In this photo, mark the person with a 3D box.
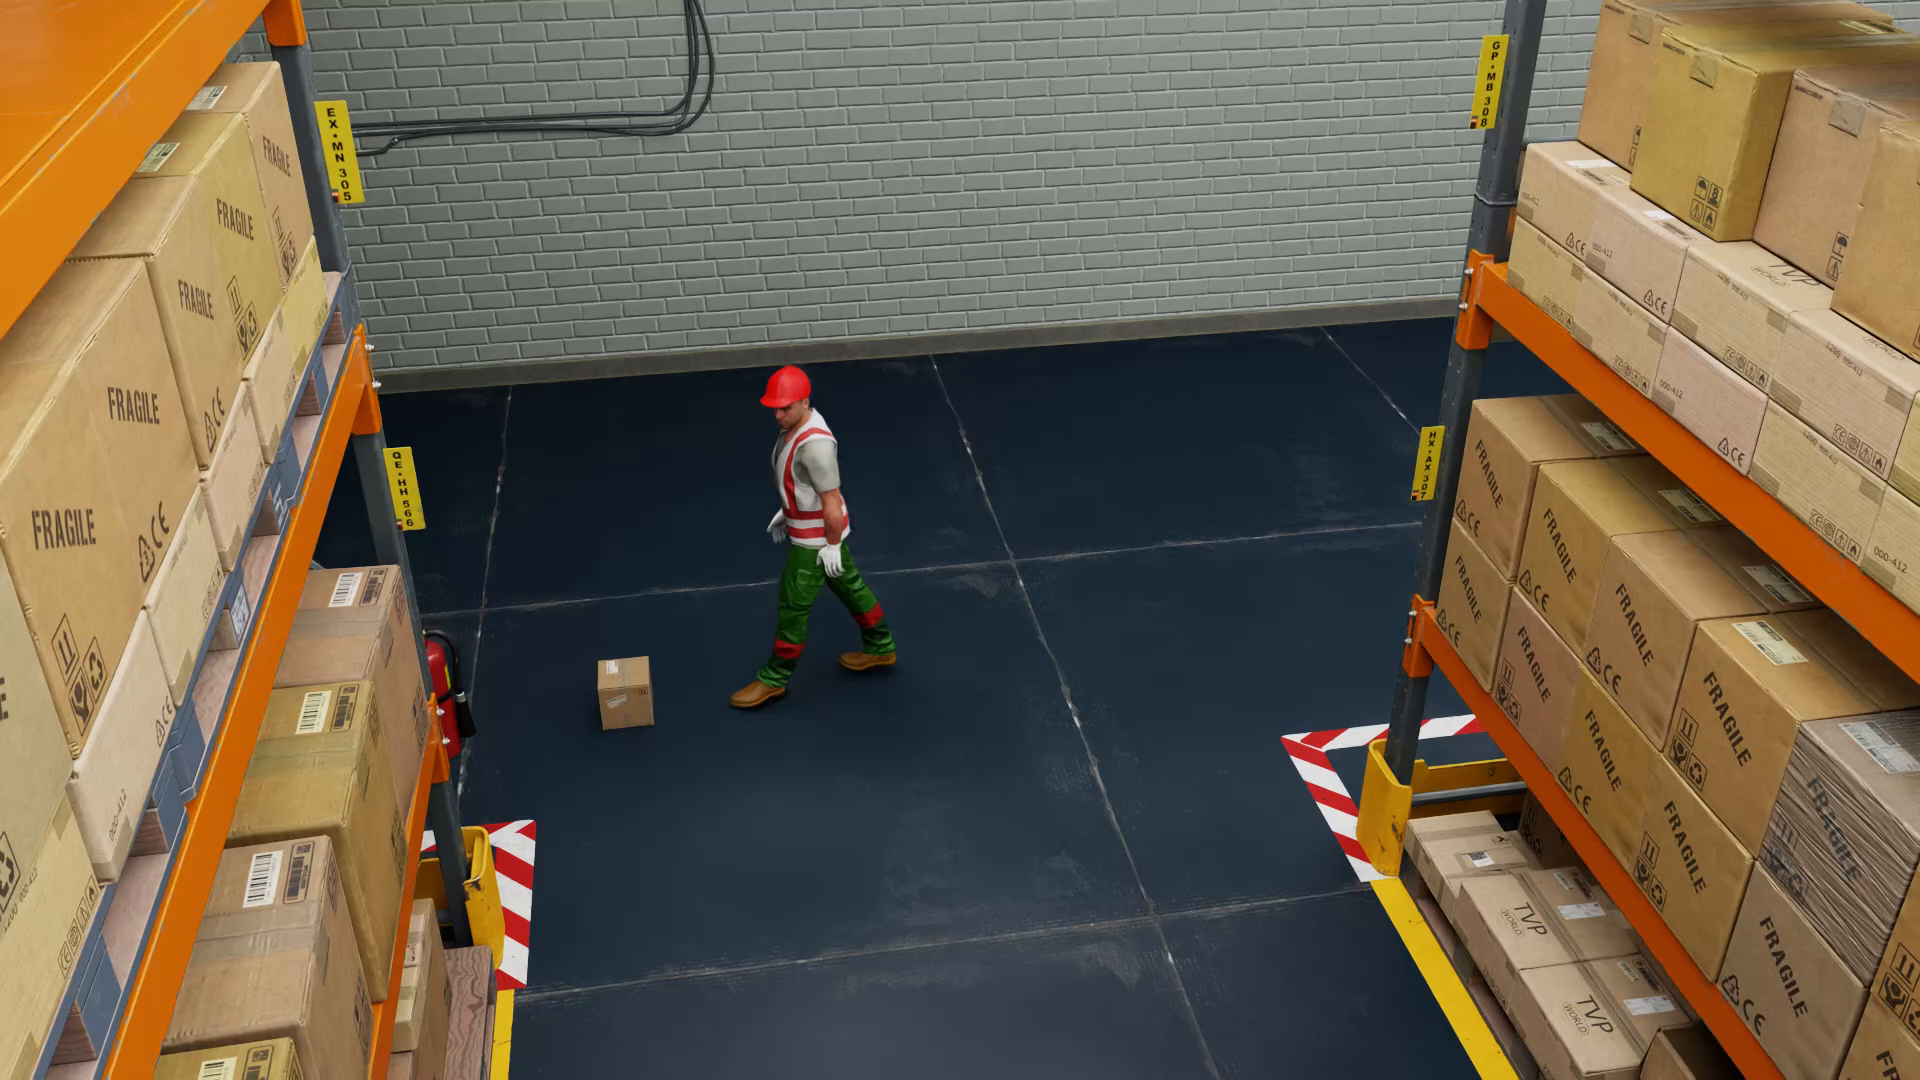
[{"bbox_3d":[-0.760,-0.047,8.170,0.880,1.748,0.548,-5,31,-9],"label":"person"}]
